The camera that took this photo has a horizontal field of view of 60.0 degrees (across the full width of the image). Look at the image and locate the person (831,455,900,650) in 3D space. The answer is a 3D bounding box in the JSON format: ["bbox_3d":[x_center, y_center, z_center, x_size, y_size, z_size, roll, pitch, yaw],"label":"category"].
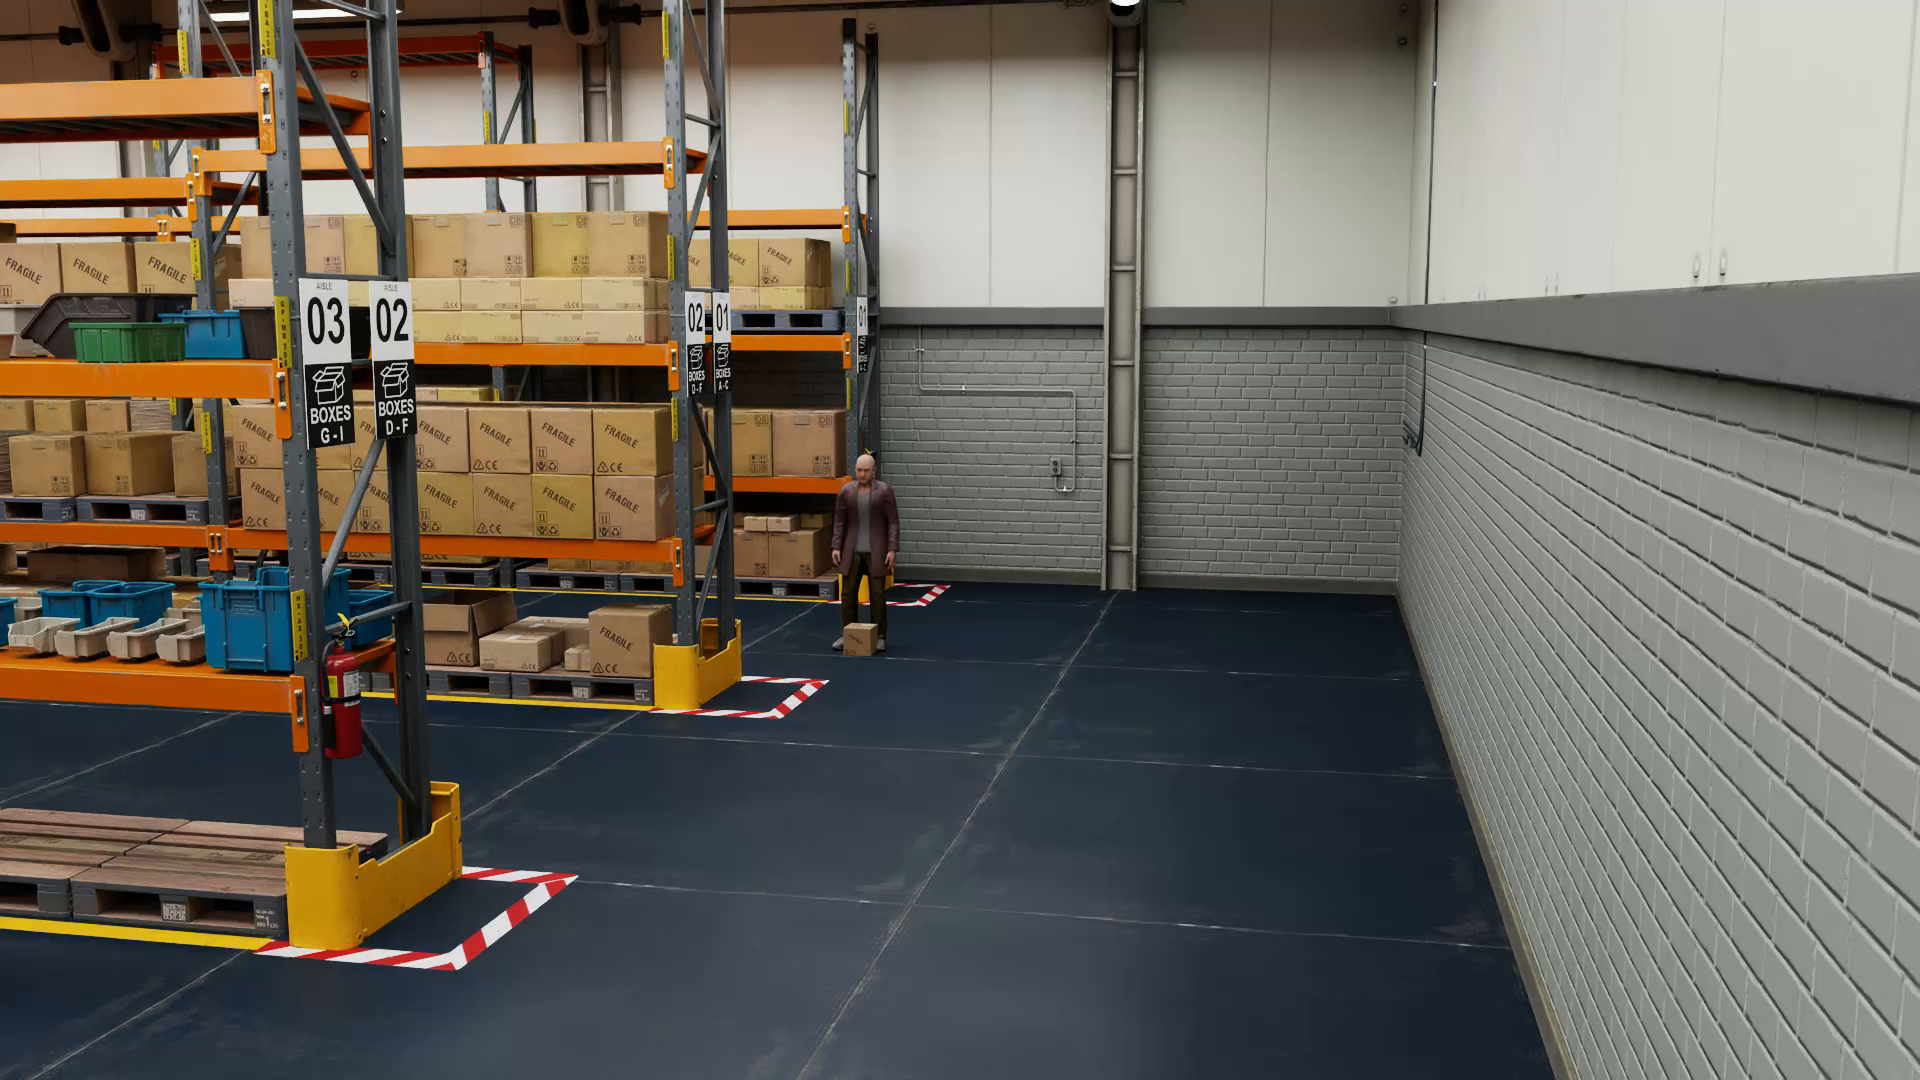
[{"bbox_3d":[-0.859,0.107,15.082,0.644,1.774,0.425,2,8,12],"label":"person"}]
